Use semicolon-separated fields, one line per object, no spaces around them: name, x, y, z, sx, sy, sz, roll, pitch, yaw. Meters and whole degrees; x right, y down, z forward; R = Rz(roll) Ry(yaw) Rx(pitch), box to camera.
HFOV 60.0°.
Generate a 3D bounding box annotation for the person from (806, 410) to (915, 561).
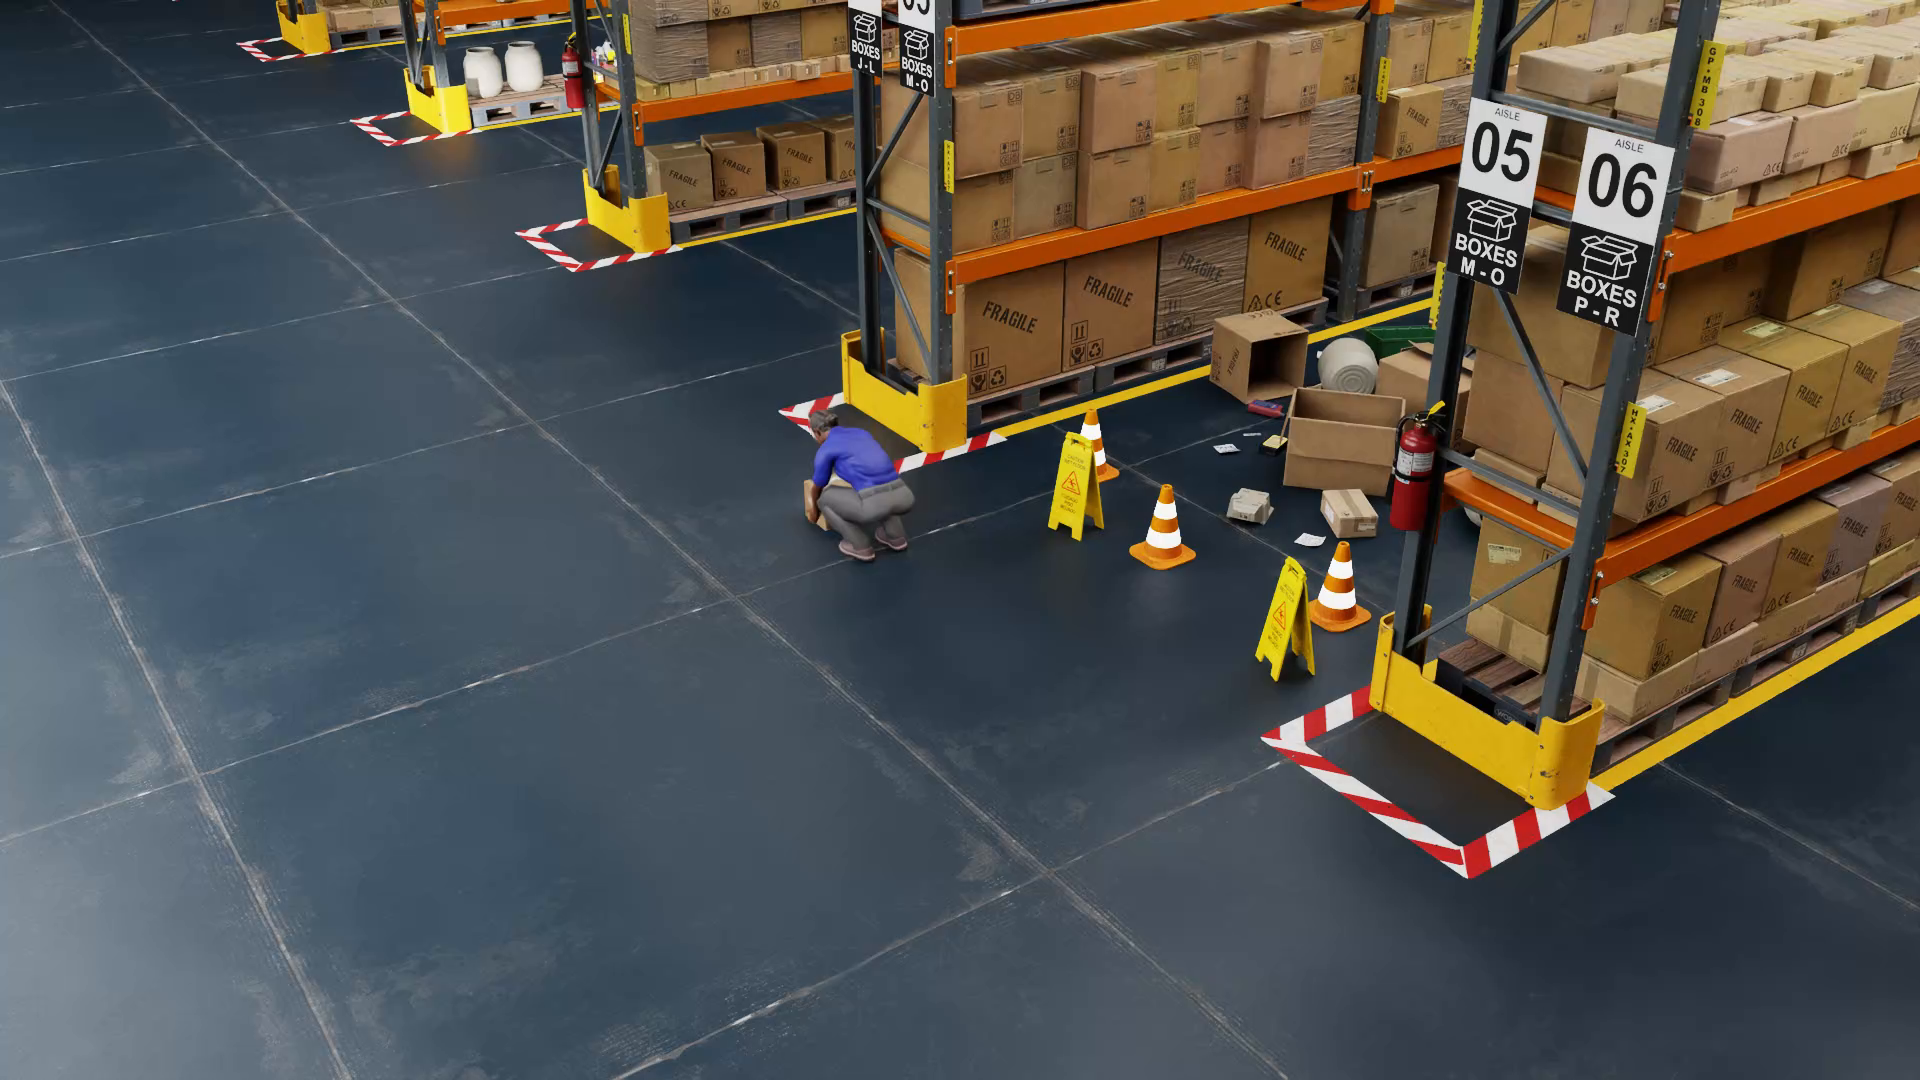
person;-0.630;-0.339;10.192;0.480;0.802;0.786;-19;34;-30
